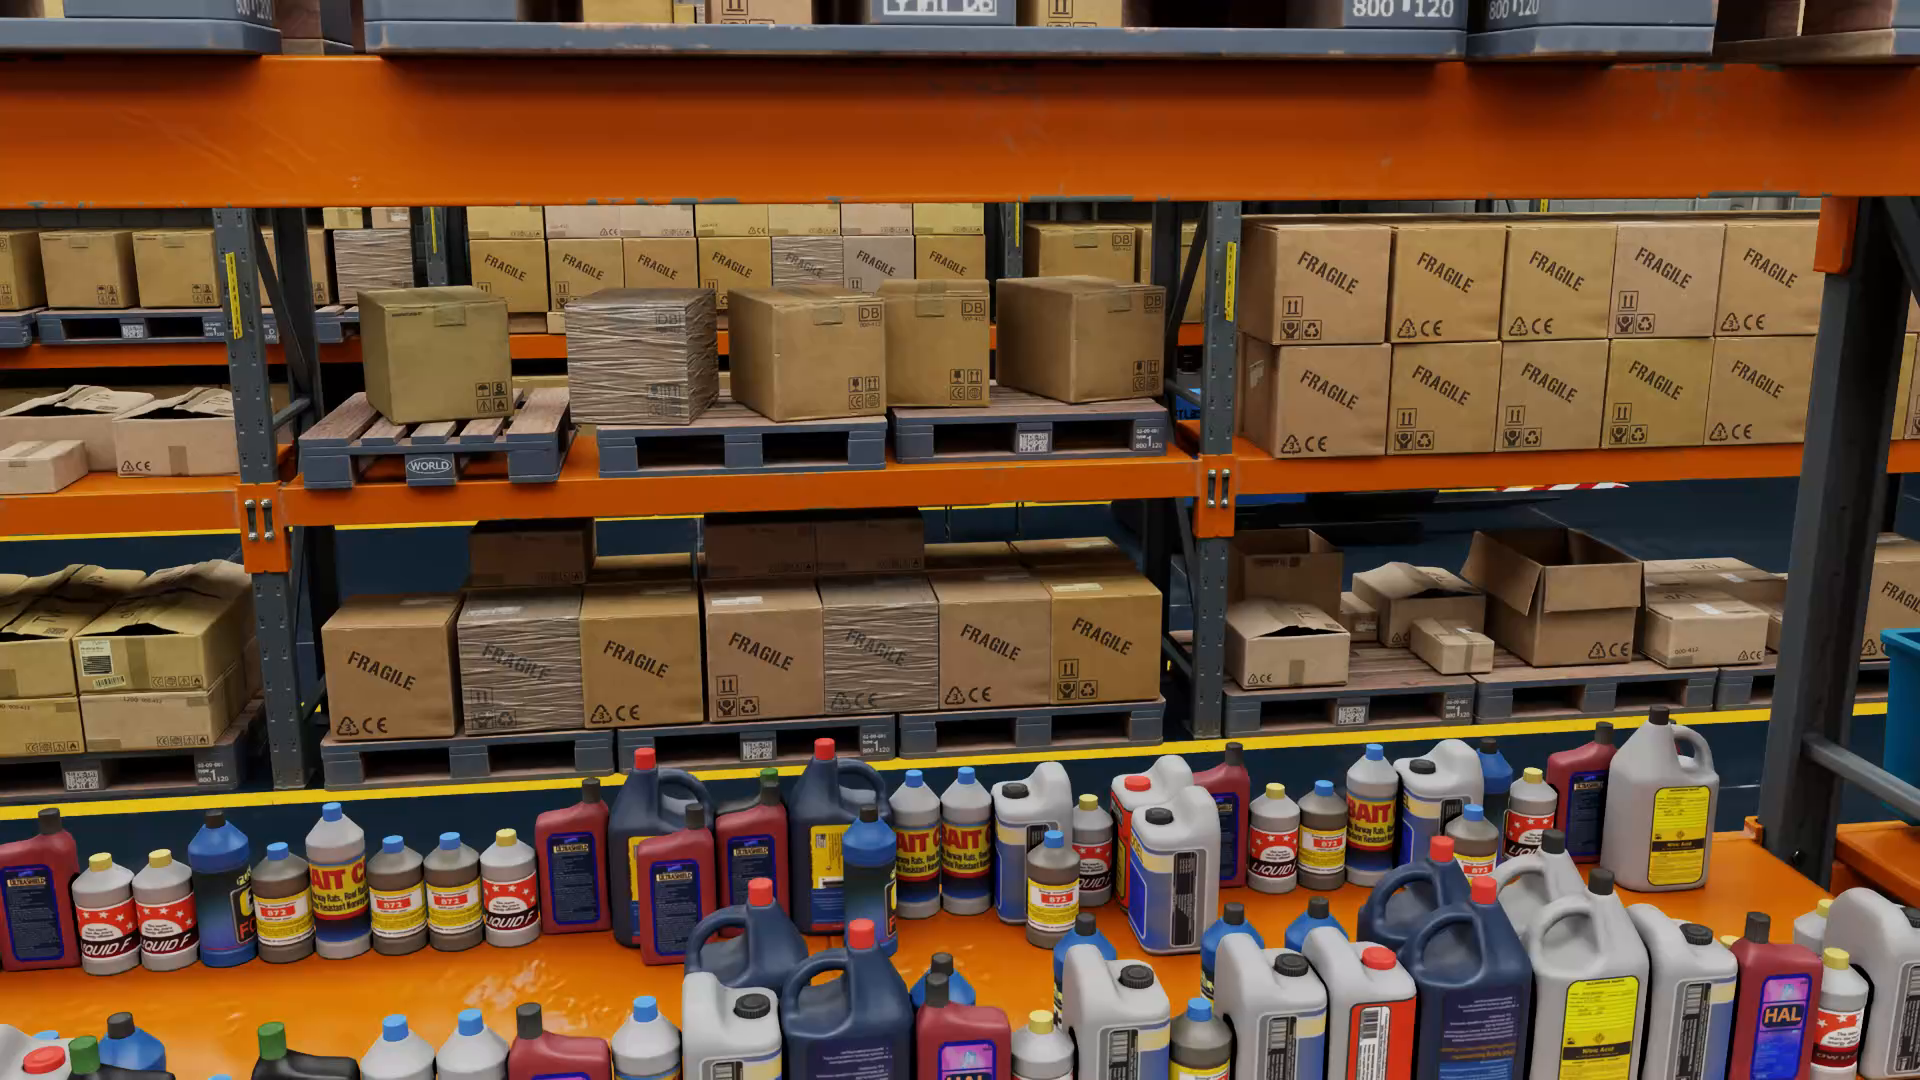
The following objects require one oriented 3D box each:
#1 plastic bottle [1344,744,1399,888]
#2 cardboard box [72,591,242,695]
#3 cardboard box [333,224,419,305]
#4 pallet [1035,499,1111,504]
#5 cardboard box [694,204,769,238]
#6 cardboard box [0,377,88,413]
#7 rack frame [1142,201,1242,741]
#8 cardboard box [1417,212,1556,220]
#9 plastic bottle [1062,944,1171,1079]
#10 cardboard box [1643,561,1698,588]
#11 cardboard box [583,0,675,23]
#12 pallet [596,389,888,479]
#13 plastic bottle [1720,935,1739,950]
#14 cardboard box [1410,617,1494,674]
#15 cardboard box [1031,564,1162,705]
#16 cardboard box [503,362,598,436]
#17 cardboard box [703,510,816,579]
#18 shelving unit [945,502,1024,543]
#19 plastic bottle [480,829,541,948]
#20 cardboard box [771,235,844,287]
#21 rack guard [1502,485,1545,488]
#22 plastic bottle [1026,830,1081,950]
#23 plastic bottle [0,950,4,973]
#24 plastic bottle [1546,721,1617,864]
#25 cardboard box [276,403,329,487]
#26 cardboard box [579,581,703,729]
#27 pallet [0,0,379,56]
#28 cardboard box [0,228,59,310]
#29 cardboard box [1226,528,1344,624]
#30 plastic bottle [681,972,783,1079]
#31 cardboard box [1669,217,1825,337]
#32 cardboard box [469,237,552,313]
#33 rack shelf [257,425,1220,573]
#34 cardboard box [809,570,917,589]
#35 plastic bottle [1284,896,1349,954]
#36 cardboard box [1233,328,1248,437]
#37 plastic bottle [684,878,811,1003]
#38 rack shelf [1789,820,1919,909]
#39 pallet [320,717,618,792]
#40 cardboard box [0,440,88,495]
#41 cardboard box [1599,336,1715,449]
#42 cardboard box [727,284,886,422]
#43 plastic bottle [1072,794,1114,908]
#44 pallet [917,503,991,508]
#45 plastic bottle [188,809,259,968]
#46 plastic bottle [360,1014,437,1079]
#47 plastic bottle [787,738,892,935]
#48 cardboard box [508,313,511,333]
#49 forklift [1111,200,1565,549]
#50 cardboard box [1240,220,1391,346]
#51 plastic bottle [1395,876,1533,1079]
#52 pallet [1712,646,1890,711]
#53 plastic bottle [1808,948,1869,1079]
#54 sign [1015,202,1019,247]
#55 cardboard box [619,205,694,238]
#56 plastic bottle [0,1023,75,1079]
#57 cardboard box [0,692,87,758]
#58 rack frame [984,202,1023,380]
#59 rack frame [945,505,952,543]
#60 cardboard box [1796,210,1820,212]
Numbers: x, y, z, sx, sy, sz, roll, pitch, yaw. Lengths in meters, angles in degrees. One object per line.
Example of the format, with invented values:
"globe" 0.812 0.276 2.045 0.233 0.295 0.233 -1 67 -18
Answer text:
"plastic bottle" 0.795 0.527 3.218 0.097 0.271 0.097 0 14 0
"cardboard box" -3.381 0.418 7.024 0.500 0.311 0.500 -2 14 -7
"cardboard box" -4.105 -1.952 11.728 0.500 0.500 0.700 -4 15 -15
"pallet" 1.078 -0.511 12.824 1.213 0.211 1.003 -2 14 -8
"cardboard box" -1.625 -2.289 11.782 0.500 0.250 0.500 -2 14 -9
"cardboard box" -6.436 -0.977 11.642 0.500 0.250 0.500 -2 14 -9
"rack frame" 1.056 -0.663 7.699 0.127 3.000 1.000 -2 14 -8
"cardboard box" 2.522 -1.314 8.036 0.500 0.500 0.500 -2 14 -8
"plastic bottle" 0.226 0.726 2.417 0.135 0.276 0.152 -2 14 -8
"cardboard box" 3.442 0.300 8.607 0.500 0.250 0.500 -2 14 -8
"cardboard box" -1.455 -2.083 6.988 0.500 0.500 0.910 -2 14 -8
"pallet" -0.977 -0.496 7.430 1.213 0.211 1.003 -2 14 -8
"plastic bottle" 1.197 0.718 2.601 0.097 0.201 0.097 0 14 0
"cardboard box" 2.357 0.501 7.978 0.250 0.166 0.380 -2 14 -8
"cardboard box" 0.610 0.423 7.603 0.500 0.500 0.500 -2 14 -9
"cardboard box" -2.895 -0.865 12.062 0.750 0.750 0.750 -2 14 -9
"cardboard box" -0.944 -0.014 7.804 0.500 0.250 0.500 -2 14 -9
"shelving unit" 0.164 -0.588 11.100 0.503 1.200 0.258 -2 14 -8
"plastic bottle" -0.810 0.620 2.992 0.097 0.201 0.097 0 14 0
"cardboard box" -1.106 -1.942 11.943 0.500 0.500 0.500 -2 14 -8
"rack guard" 4.293 -0.788 13.335 0.348 0.500 1.175 -2 14 -8
"plastic bottle" 0.167 0.621 2.986 0.097 0.201 0.097 0 14 0
"plastic bottle" -1.712 0.653 2.860 0.097 0.201 0.097 0 14 0
"plastic bottle" 1.232 0.501 3.298 0.133 0.283 0.061 -2 14 -8
"cardboard box" -4.872 -0.681 12.005 0.500 0.500 0.700 -2 14 -8
"cardboard box" -1.393 0.496 7.312 0.500 0.500 0.500 -2 14 -9
"pallet" -1.395 -0.694 2.044 1.213 0.211 1.003 -2 14 -8
"cardboard box" -6.535 -1.855 11.343 0.500 0.500 0.700 -1 14 -3
"cardboard box" 1.577 0.247 8.304 0.500 0.500 0.500 -2 14 -8
"plastic bottle" -0.318 0.746 2.337 0.135 0.276 0.152 -2 14 -8
"cardboard box" 3.600 -1.221 7.662 0.500 0.500 0.500 -2 14 -7
"cardboard box" -3.123 -1.868 11.645 0.500 0.500 0.500 -2 14 -7
"rack shelf" -0.922 -0.242 7.497 4.000 0.370 1.077 -2 14 -8
"cardboard box" -0.480 0.333 7.960 0.500 0.500 0.500 -2 14 -8
"plastic bottle" 0.551 0.685 2.587 0.097 0.271 0.097 0 14 0
"cardboard box" 1.512 -0.791 8.005 0.500 0.500 0.500 -2 14 -7
"plastic bottle" -0.315 0.673 2.474 0.185 0.351 0.144 -2 14 -8
"rack shelf" 3.768 0.805 3.324 4.000 0.370 1.077 -2 14 -8
"pallet" -2.156 0.817 7.532 1.213 0.211 1.003 -2 14 -8
"cardboard box" -3.748 -0.297 6.756 0.250 0.149 0.380 -2 14 -8
"cardboard box" 3.104 -0.720 7.721 0.500 0.500 0.500 -2 14 -9
"cardboard box" -0.682 -0.836 7.321 0.500 0.500 0.700 -6 15 -23
"plastic bottle" 0.241 0.581 3.146 0.097 0.201 0.097 0 14 0
"pallet" -0.438 -0.456 12.605 1.213 0.211 1.003 -2 14 -8
"plastic bottle" -1.292 0.604 2.913 0.097 0.271 0.097 0 14 0
"plastic bottle" -0.753 0.771 2.247 0.097 0.271 0.097 0 14 0
"plastic bottle" -0.221 0.532 3.037 0.185 0.351 0.144 -2 14 -8
"cardboard box" -3.281 -1.553 11.725 0.250 0.149 0.380 -2 14 -9
"forklift" 2.631 -1.514 11.233 3.031 2.935 1.130 -2 14 -10
"cardboard box" 1.563 -1.146 7.363 0.500 0.500 0.500 -2 14 -7
"plastic bottle" 0.747 0.671 2.480 0.185 0.351 0.144 -2 14 -8
"pallet" 4.148 0.577 8.489 1.213 0.211 1.003 -2 14 -8
"plastic bottle" 1.338 0.728 2.561 0.097 0.201 0.097 0 14 0
"sign" 0.404 -2.247 11.799 0.005 0.325 0.100 -2 14 -8
"cardboard box" -2.129 -2.269 11.702 0.500 0.250 0.500 -2 14 -8
"plastic bottle" -1.232 0.779 2.204 0.135 0.276 0.152 -2 14 -8
"cardboard box" -3.893 0.709 7.016 0.500 0.250 0.500 -2 14 -9
"rack frame" 0.314 -1.854 12.450 0.127 3.000 1.000 -2 14 -8
"rack frame" -0.078 -0.579 11.065 0.015 1.200 0.240 -2 14 -8
"cardboard box" 4.533 -1.389 8.332 0.500 0.500 0.500 -2 14 -7
